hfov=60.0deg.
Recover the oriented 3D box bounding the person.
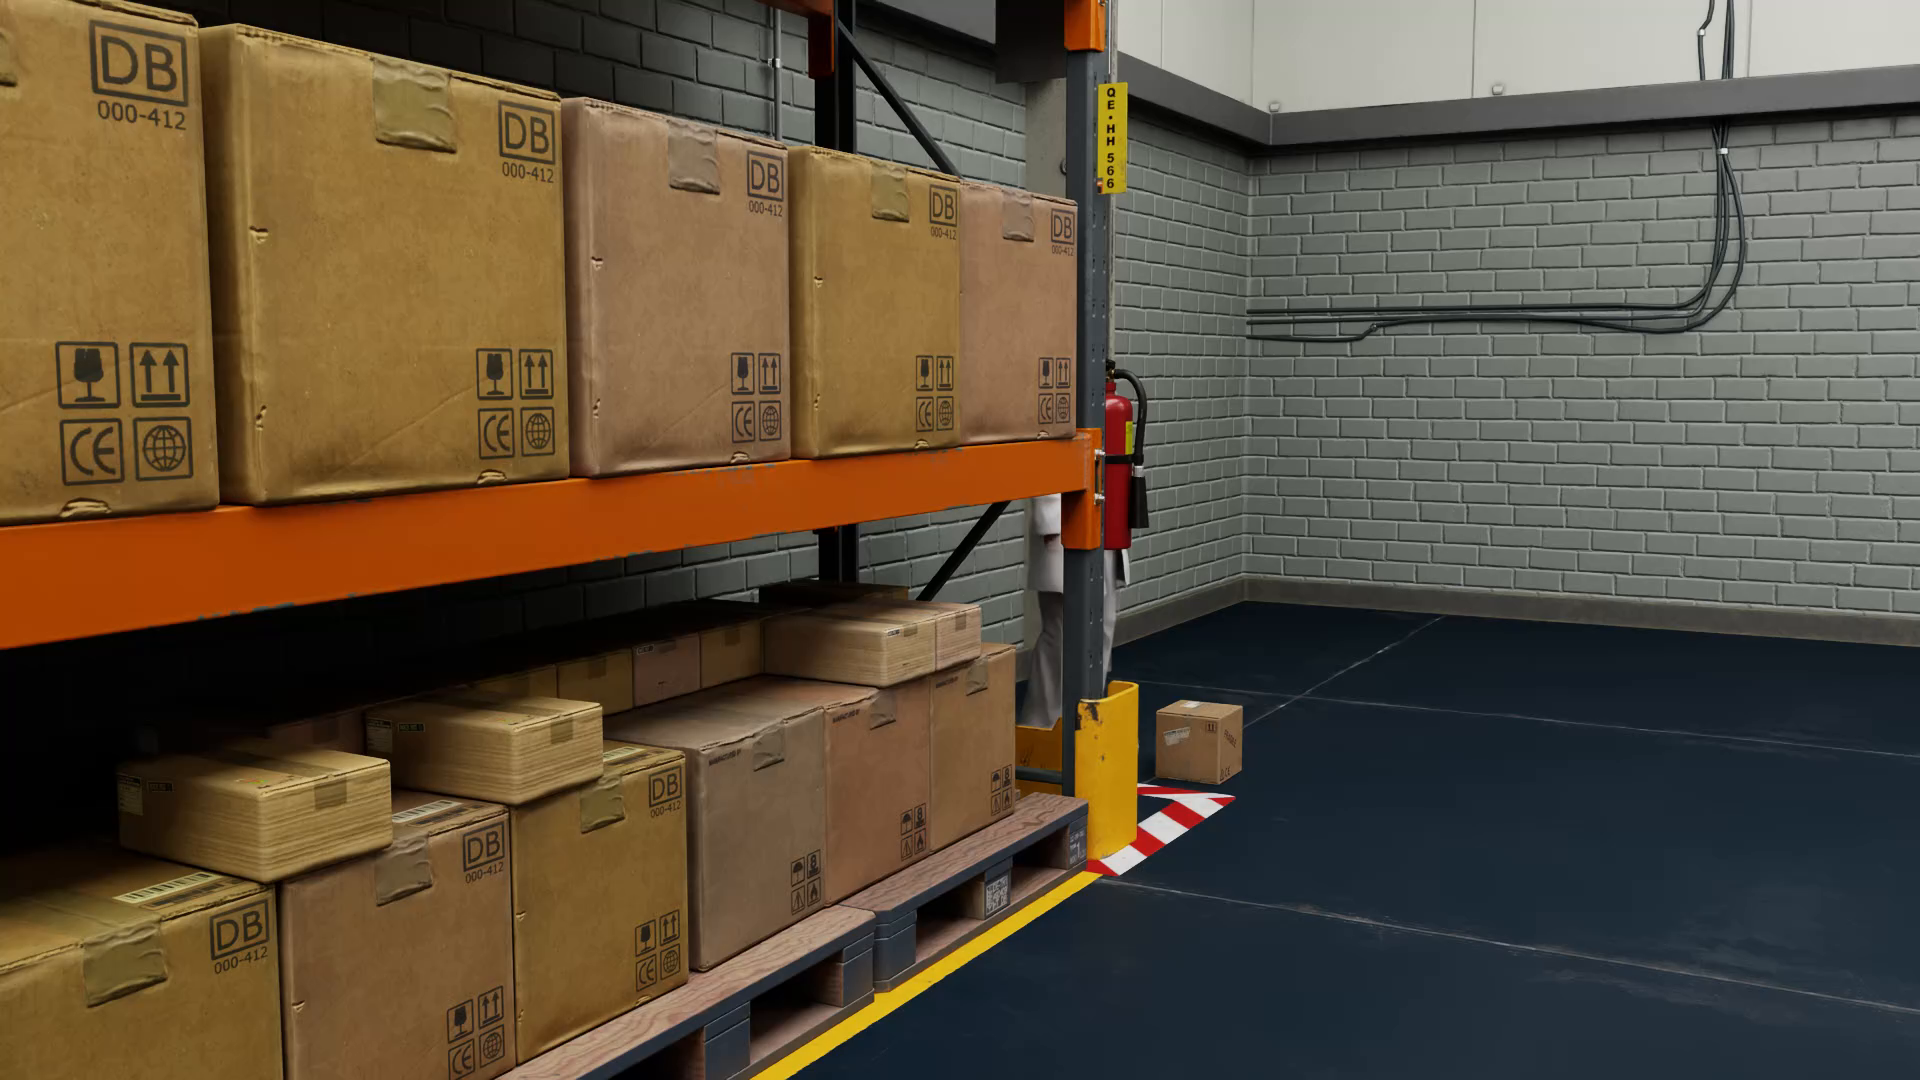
[{"bbox_3d":[0.457,-0.026,6.403,0.387,1.785,0.562,3,7,30],"label":"person"}]
